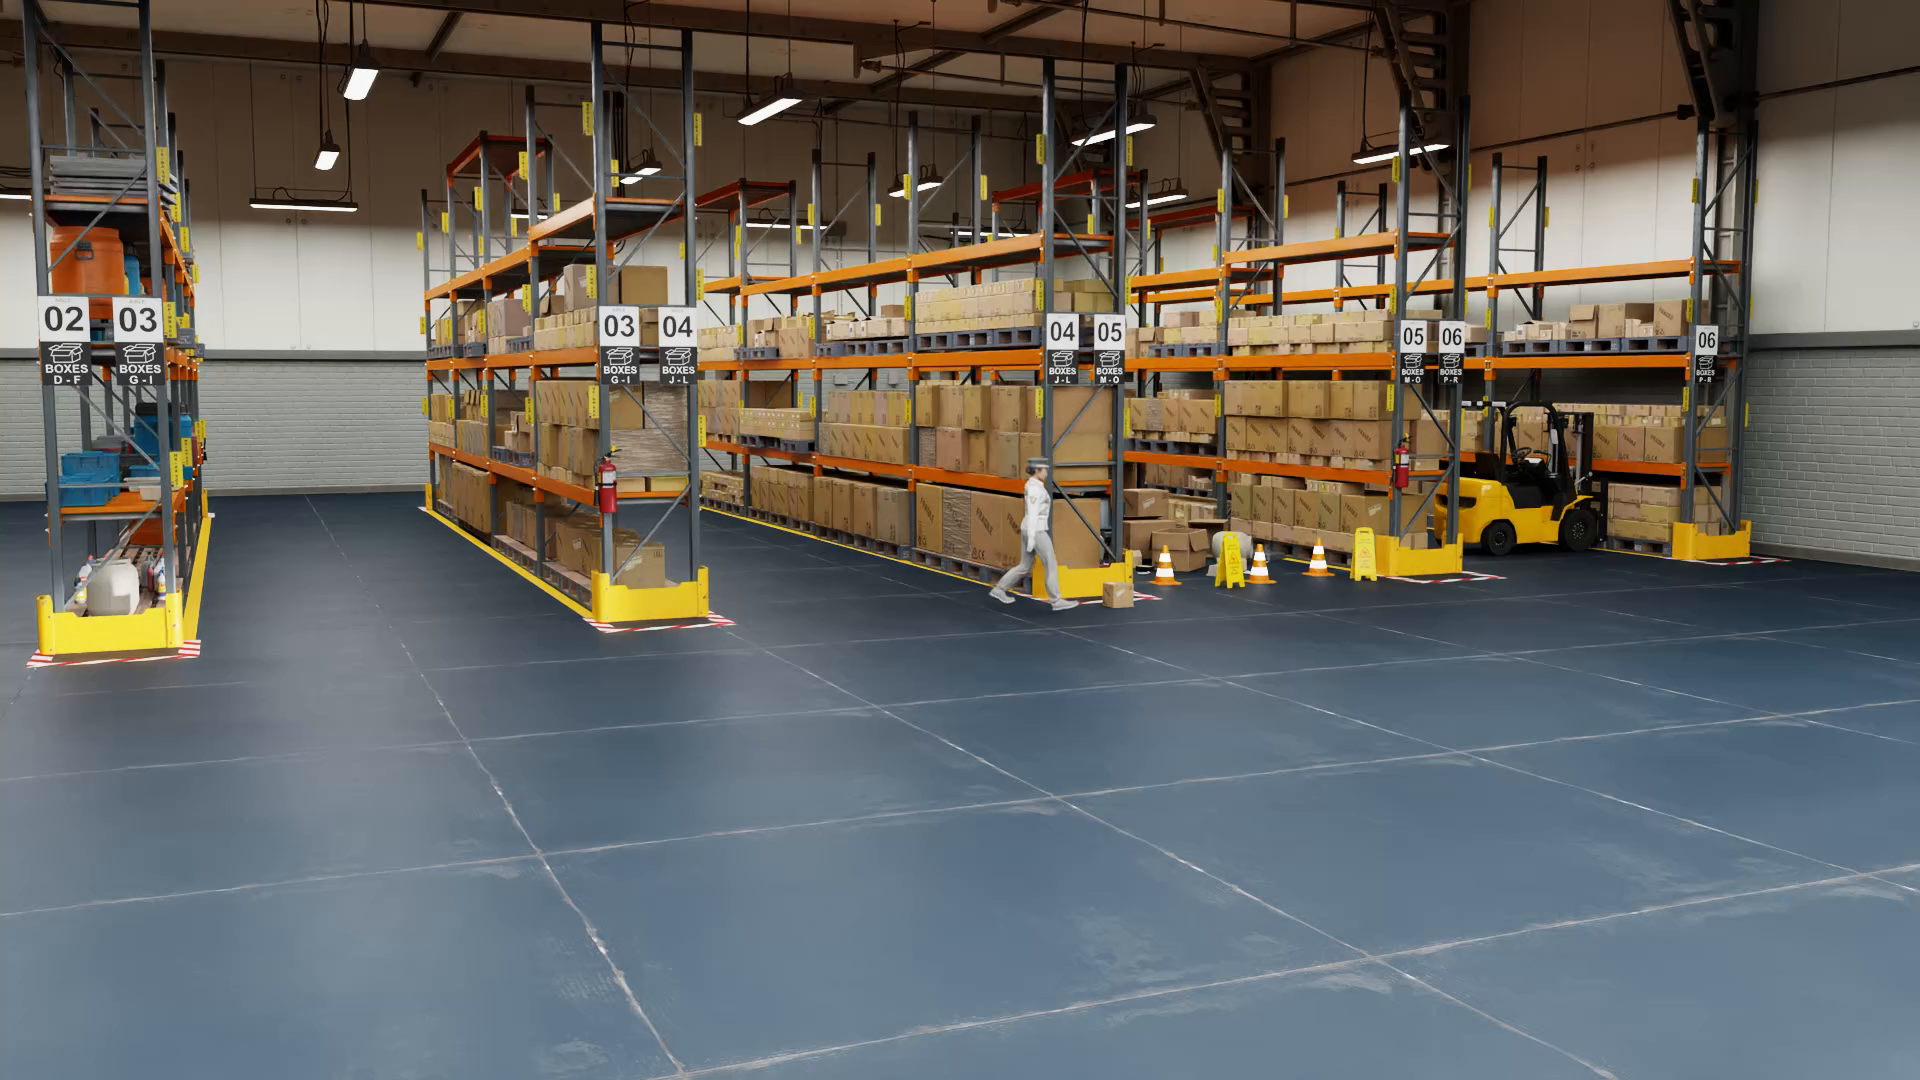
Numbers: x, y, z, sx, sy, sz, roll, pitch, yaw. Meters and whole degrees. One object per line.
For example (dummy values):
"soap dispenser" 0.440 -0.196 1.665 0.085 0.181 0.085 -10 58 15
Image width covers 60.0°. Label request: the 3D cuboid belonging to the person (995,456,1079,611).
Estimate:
"person" 0.832 -0.070 17.700 0.859 1.640 0.521 0 6 -3
